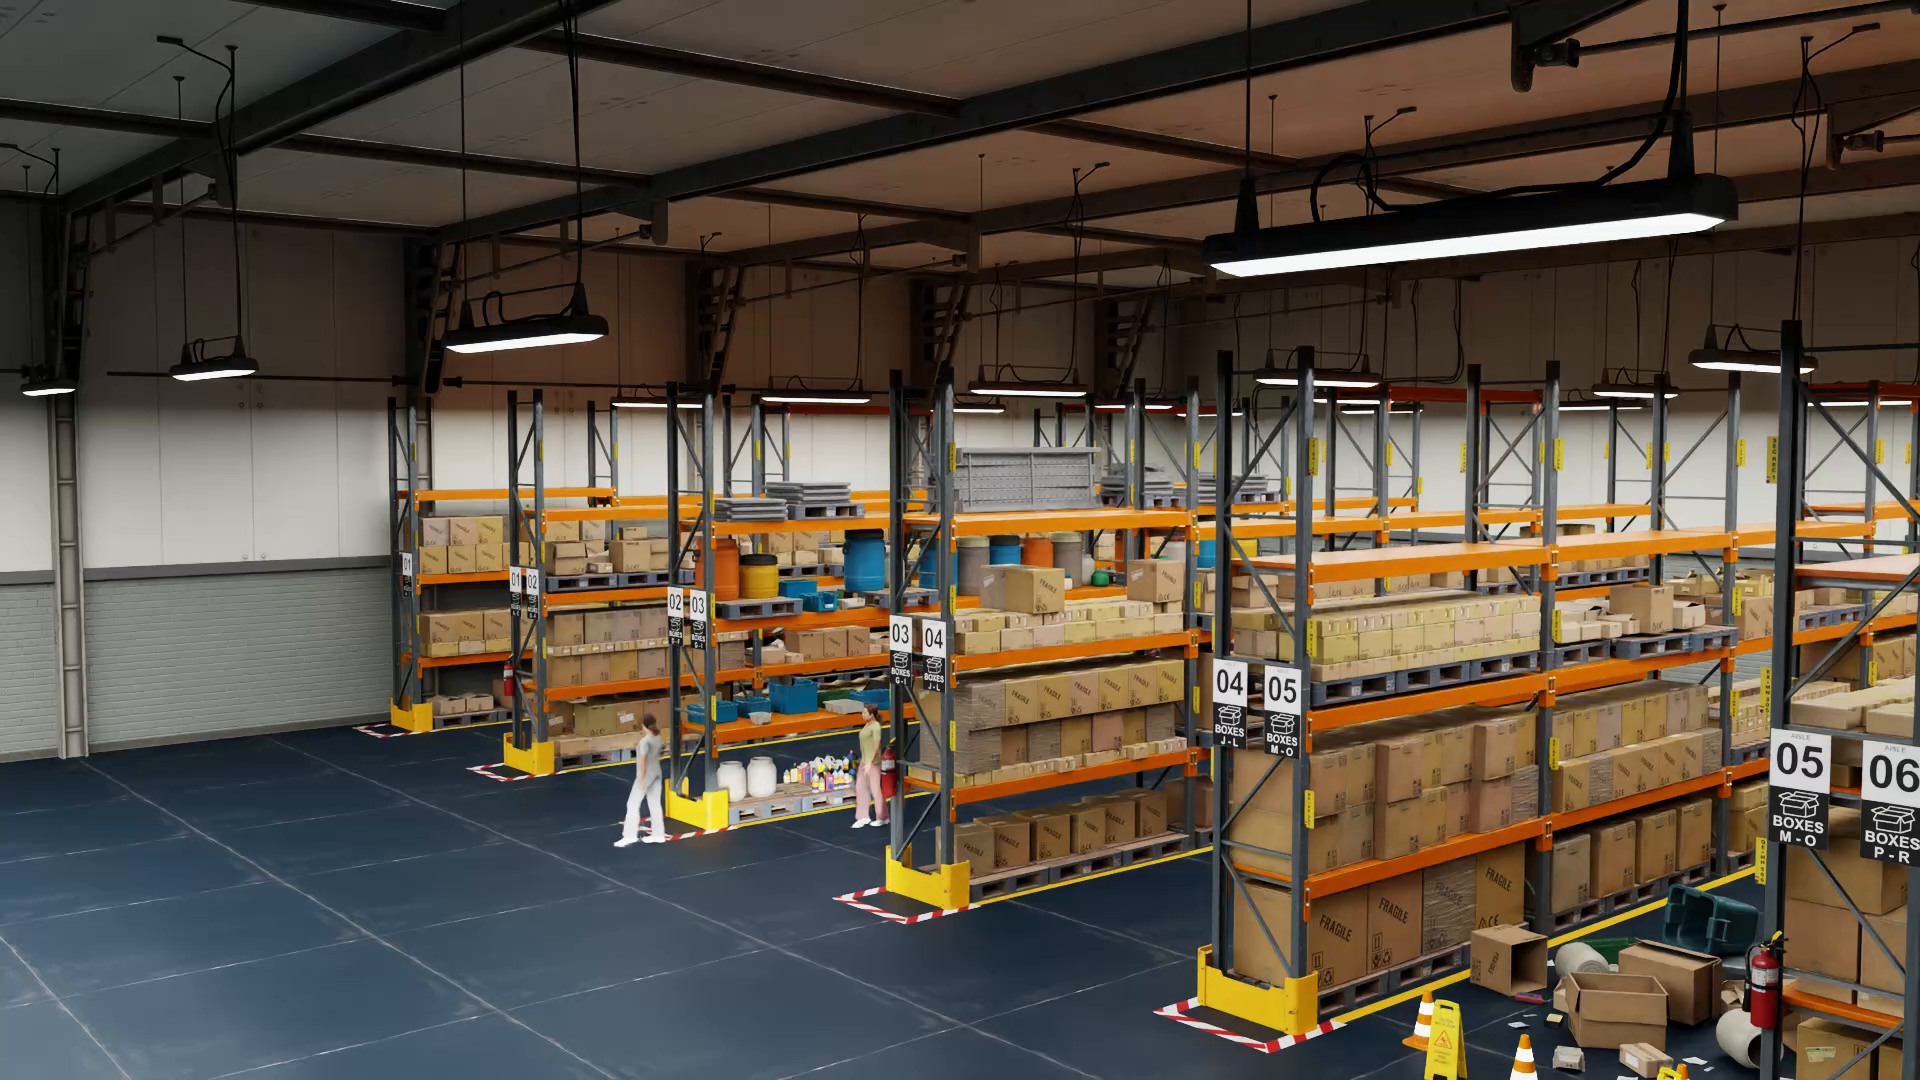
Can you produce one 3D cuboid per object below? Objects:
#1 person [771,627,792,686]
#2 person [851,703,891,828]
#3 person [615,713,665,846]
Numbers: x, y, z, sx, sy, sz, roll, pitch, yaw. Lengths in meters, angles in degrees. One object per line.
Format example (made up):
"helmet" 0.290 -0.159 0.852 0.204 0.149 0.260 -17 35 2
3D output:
"person" -3.441 2.477 31.532 0.461 1.682 0.509 -2 4 -32
"person" -1.203 3.042 22.350 0.536 1.727 0.496 -1 4 -22
"person" -4.071 3.064 21.428 0.571 1.667 0.540 2 4 27
